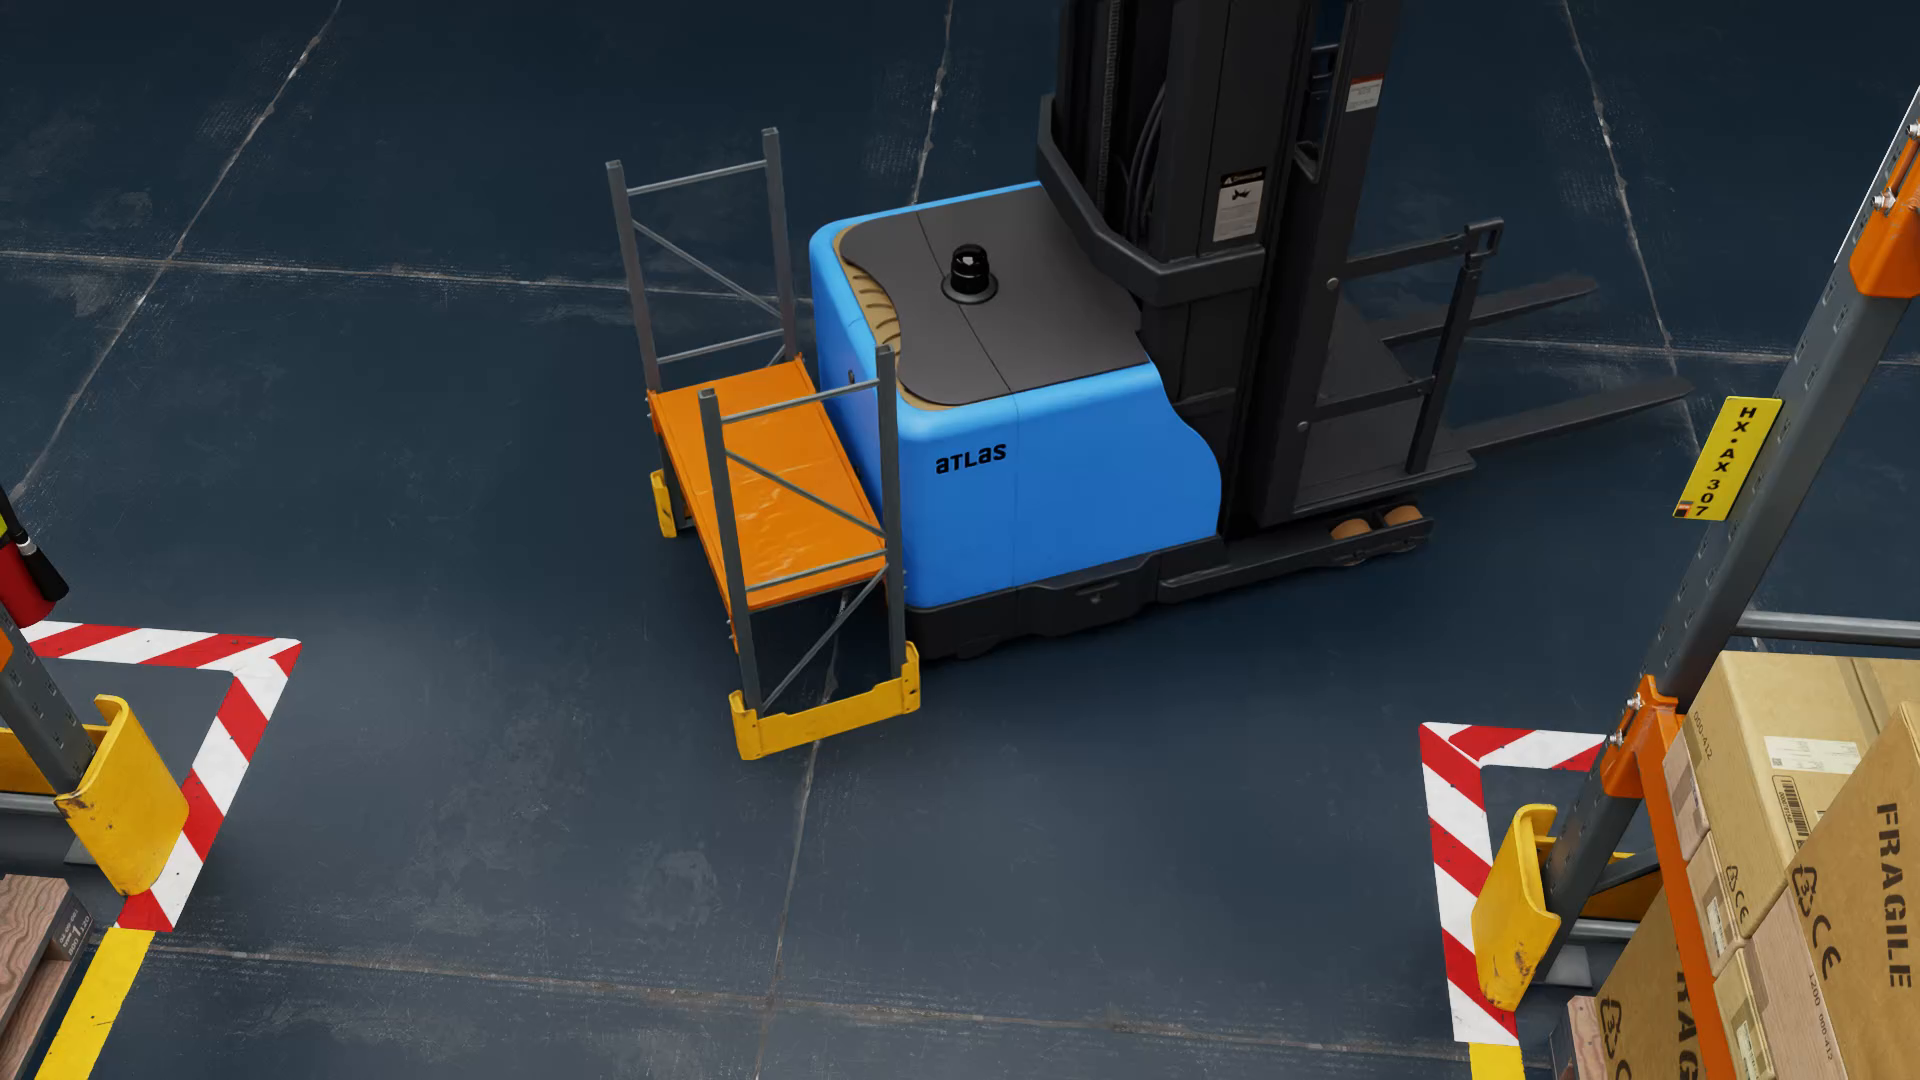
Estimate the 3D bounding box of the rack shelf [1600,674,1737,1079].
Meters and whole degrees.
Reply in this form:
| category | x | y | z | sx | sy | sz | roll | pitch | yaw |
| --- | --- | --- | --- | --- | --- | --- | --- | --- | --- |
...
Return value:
| category | x | y | z | sx | sy | sz | roll | pitch | yaw |
| --- | --- | --- | --- | --- | --- | --- | --- | --- | --- |
| rack shelf | 1.851 | 1.919 | 2.449 | 1.077 | 0.370 | 4.000 | 4 | 48 | 4 |

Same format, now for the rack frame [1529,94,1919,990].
| category | x | y | z | sx | sy | sz | roll | pitch | yaw |
| --- | --- | --- | --- | --- | --- | --- | --- | --- | --- |
| rack frame | 2.033 | 0.207 | 3.528 | 1.000 | 3.000 | 0.127 | 4 | 48 | 4 |

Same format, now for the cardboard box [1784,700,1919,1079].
| category | x | y | z | sx | sy | sz | roll | pitch | yaw |
| --- | --- | --- | --- | --- | --- | --- | --- | --- | --- |
| cardboard box | 1.675 | 0.606 | 2.555 | 0.500 | 0.500 | 0.500 | 3 | 48 | 3 |

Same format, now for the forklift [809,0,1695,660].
| category | x | y | z | sx | sy | sz | roll | pitch | yaw |
| --- | --- | --- | --- | --- | --- | --- | --- | --- | --- |
| forklift | 1.088 | -1.258 | 4.915 | 3.031 | 2.935 | 1.130 | -14 | 49 | -12 |

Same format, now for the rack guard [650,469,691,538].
| category | x | y | z | sx | sy | sz | roll | pitch | yaw |
| --- | --- | --- | --- | --- | --- | --- | --- | --- | --- |
| rack guard | -0.762 | -0.191 | 5.755 | 0.587 | 0.250 | 0.087 | -16 | 49 | -14 |

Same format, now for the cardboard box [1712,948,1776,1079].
| category | x | y | z | sx | sy | sz | roll | pitch | yaw |
| --- | --- | --- | --- | --- | --- | --- | --- | --- | --- |
| cardboard box | 1.628 | 0.907 | 3.058 | 0.380 | 0.149 | 0.250 | 3 | 48 | 3 |

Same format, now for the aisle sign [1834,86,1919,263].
| category | x | y | z | sx | sy | sz | roll | pitch | yaw |
| --- | --- | --- | --- | --- | --- | --- | --- | --- | --- |
| aisle sign | 1.741 | -0.743 | 2.635 | 0.394 | 0.787 | 0.004 | 4 | 48 | 4 |

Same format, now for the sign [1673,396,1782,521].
| category | x | y | z | sx | sy | sz | roll | pitch | yaw |
| --- | --- | --- | --- | --- | --- | --- | --- | --- | --- |
| sign | 1.481 | -0.154 | 3.217 | 0.100 | 0.325 | 0.005 | 4 | 48 | 4 |

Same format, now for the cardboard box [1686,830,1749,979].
| category | x | y | z | sx | sy | sz | roll | pitch | yaw |
| --- | --- | --- | --- | --- | --- | --- | --- | --- | --- |
| cardboard box | 1.651 | 0.719 | 3.230 | 0.380 | 0.149 | 0.250 | 3 | 48 | 3 |

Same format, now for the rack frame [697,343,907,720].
| category | x | y | z | sx | sy | sz | roll | pitch | yaw |
| --- | --- | --- | --- | --- | --- | --- | --- | --- | --- |
| rack frame | -0.402 | 0.088 | 4.653 | 0.500 | 1.500 | 0.032 | -16 | 49 | -14 |

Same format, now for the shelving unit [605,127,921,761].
| category | x | y | z | sx | sy | sz | roll | pitch | yaw |
| --- | --- | --- | --- | --- | --- | --- | --- | --- | --- |
| shelving unit | -0.585 | -0.269 | 4.980 | 0.587 | 1.500 | 1.083 | -16 | 49 | -14 |

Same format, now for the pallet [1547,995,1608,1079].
| category | x | y | z | sx | sy | sz | roll | pitch | yaw |
| --- | --- | --- | --- | --- | --- | --- | --- | --- | --- |
| pallet | 2.038 | 1.741 | 4.015 | 1.003 | 0.211 | 1.213 | 4 | 48 | 4 |

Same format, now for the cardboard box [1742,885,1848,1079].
| category | x | y | z | sx | sy | sz | roll | pitch | yaw |
| --- | --- | --- | --- | --- | --- | --- | --- | --- | --- |
| cardboard box | 1.680 | 0.874 | 2.818 | 0.500 | 0.250 | 0.500 | 3 | 48 | 3 |

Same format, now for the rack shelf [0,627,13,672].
| category | x | y | z | sx | sy | sz | roll | pitch | yaw |
| --- | --- | --- | --- | --- | --- | --- | --- | --- | --- |
| rack shelf | -3.081 | 1.586 | 2.754 | 1.077 | 0.370 | 4.000 | 4 | 48 | 4 |

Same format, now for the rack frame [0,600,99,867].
| category | x | y | z | sx | sy | sz | roll | pitch | yaw |
| --- | --- | --- | --- | --- | --- | --- | --- | --- | --- |
| rack frame | -2.899 | -0.126 | 3.833 | 1.000 | 3.000 | 0.127 | 4 | 48 | 4 |

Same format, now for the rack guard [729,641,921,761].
| category | x | y | z | sx | sy | sz | roll | pitch | yaw |
| --- | --- | --- | --- | --- | --- | --- | --- | --- | --- |
| rack guard | -0.409 | 0.497 | 5.126 | 0.587 | 0.250 | 0.087 | -16 | 49 | -14 |

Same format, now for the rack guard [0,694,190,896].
| category | x | y | z | sx | sy | sz | roll | pitch | yaw |
| --- | --- | --- | --- | --- | --- | --- | --- | --- | --- |
| rack guard | -2.910 | 0.699 | 4.772 | 1.175 | 0.500 | 0.348 | 4 | 48 | 4 |

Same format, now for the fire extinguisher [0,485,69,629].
| category | x | y | z | sx | sy | sz | roll | pitch | yaw |
| --- | --- | --- | --- | --- | --- | --- | --- | --- | --- |
| fire extinguisher | -2.433 | -0.054 | 4.072 | 0.296 | 0.674 | 0.183 | 4 | 48 | 4 |

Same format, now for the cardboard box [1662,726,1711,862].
| category | x | y | z | sx | sy | sz | roll | pitch | yaw |
| --- | --- | --- | --- | --- | --- | --- | --- | --- | --- |
| cardboard box | 1.672 | 0.530 | 3.402 | 0.380 | 0.149 | 0.250 | 4 | 48 | 4 |

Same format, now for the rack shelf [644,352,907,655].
| category | x | y | z | sx | sy | sz | roll | pitch | yaw |
| --- | --- | --- | --- | --- | --- | --- | --- | --- | --- |
| rack shelf | -0.582 | -0.141 | 5.107 | 0.538 | 0.185 | 1.000 | -16 | 49 | -14 |

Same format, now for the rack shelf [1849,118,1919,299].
| category | x | y | z | sx | sy | sz | roll | pitch | yaw |
| --- | --- | --- | --- | --- | --- | --- | --- | --- | --- |
| rack shelf | 1.851 | 0.907 | 1.342 | 1.077 | 0.370 | 4.000 | 4 | 48 | 4 |

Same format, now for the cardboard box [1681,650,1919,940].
| category | x | y | z | sx | sy | sz | roll | pitch | yaw |
| --- | --- | --- | --- | --- | --- | --- | --- | --- | --- |
| cardboard box | 1.721 | 0.492 | 3.167 | 0.500 | 0.250 | 0.500 | 3 | 48 | 2 |

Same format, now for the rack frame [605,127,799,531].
| category | x | y | z | sx | sy | sz | roll | pitch | yaw |
| --- | --- | --- | --- | --- | --- | --- | --- | --- | --- |
| rack frame | -0.762 | -0.613 | 5.295 | 0.500 | 1.500 | 0.032 | -16 | 49 | -14 |

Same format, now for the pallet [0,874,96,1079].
| category | x | y | z | sx | sy | sz | roll | pitch | yaw |
| --- | --- | --- | --- | --- | --- | --- | --- | --- | --- |
| pallet | -3.013 | 1.418 | 4.310 | 1.003 | 0.211 | 1.213 | 4 | 48 | 4 |

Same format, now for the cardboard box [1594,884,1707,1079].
| category | x | y | z | sx | sy | sz | roll | pitch | yaw |
| --- | --- | --- | --- | --- | --- | --- | --- | --- | --- |
| cardboard box | 2.055 | 1.258 | 3.722 | 0.875 | 0.875 | 0.875 | 4 | 48 | 4 |

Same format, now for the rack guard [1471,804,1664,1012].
| category | x | y | z | sx | sy | sz | roll | pitch | yaw |
| --- | --- | --- | --- | --- | --- | --- | --- | --- | --- |
| rack guard | 2.036 | 1.033 | 4.466 | 1.175 | 0.500 | 0.348 | 4 | 48 | 4 |
